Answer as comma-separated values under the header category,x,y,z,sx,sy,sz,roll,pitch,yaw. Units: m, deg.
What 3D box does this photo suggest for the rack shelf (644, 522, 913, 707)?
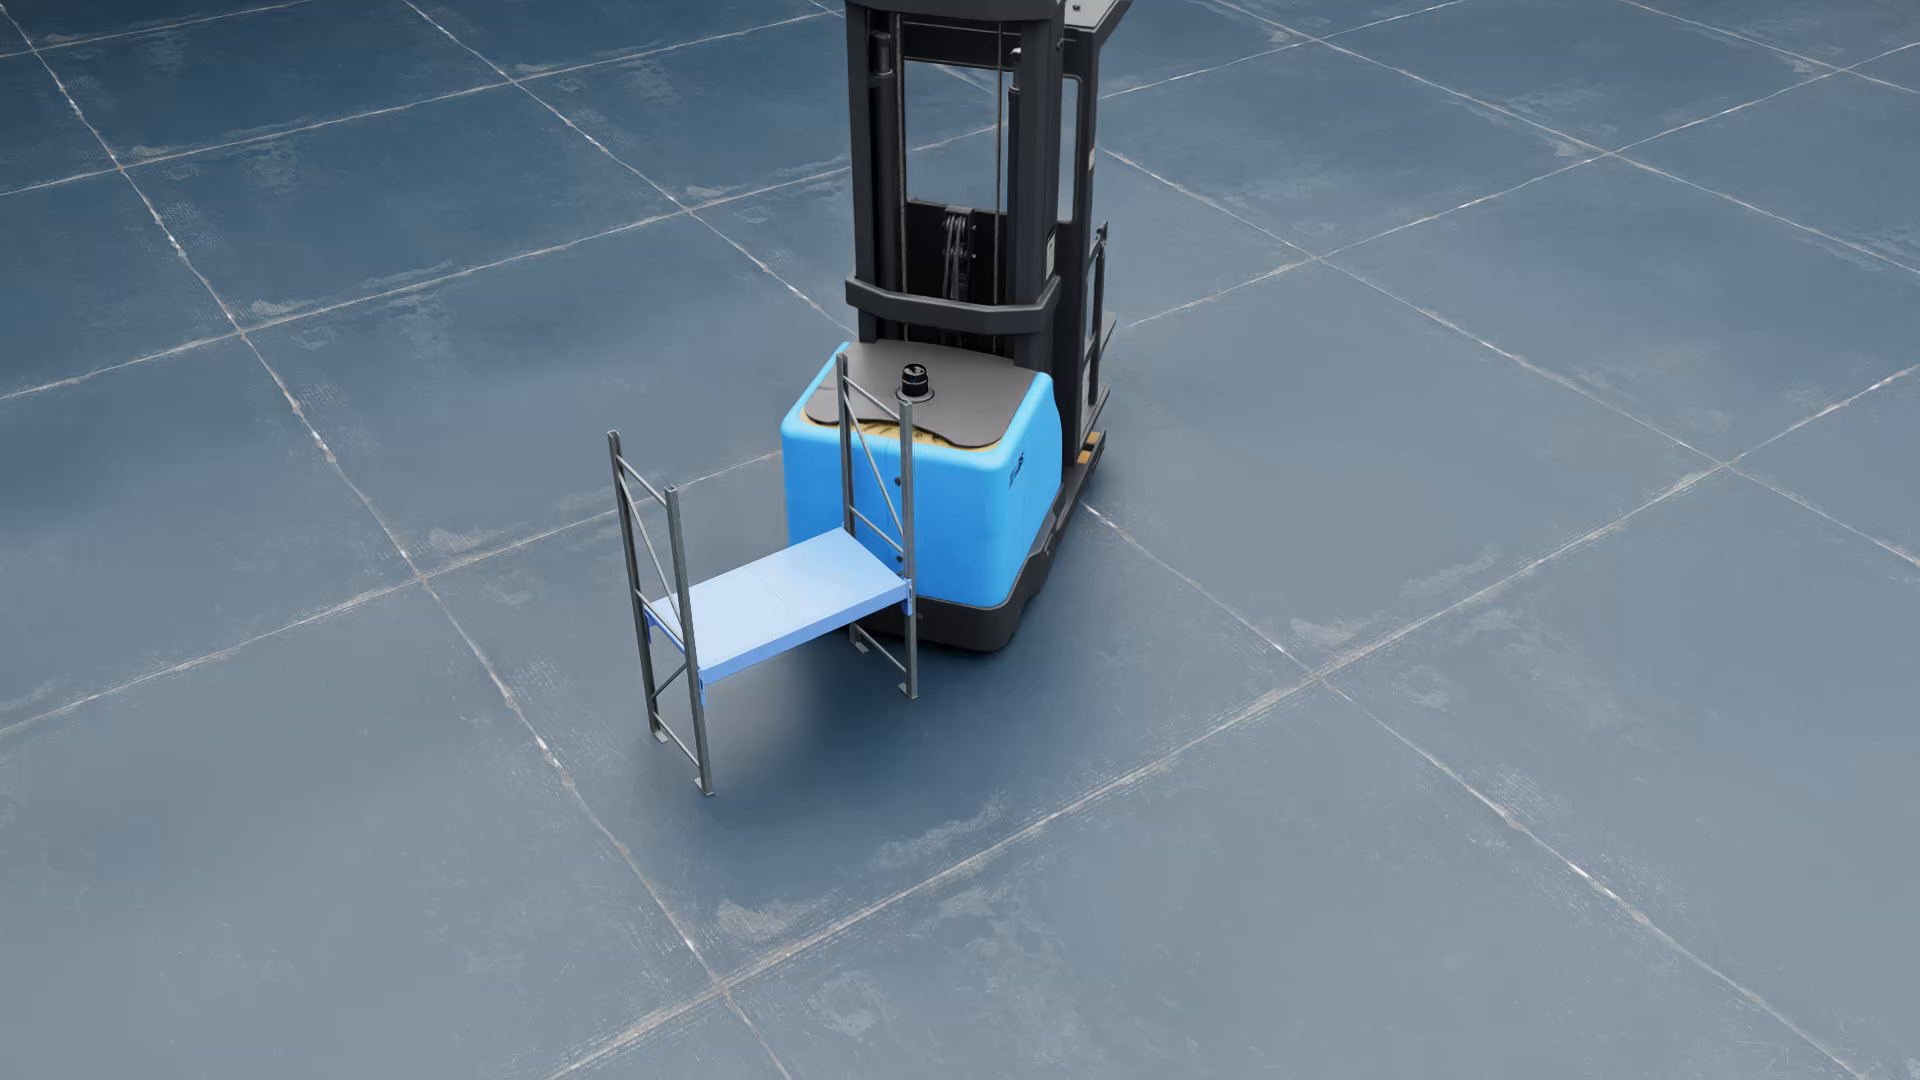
category,x,y,z,sx,sy,sz,roll,pitch,yaw
rack shelf,-0.756,0.288,6.873,1.000,0.185,0.538,-23,42,-28

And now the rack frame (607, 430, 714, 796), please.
category,x,y,z,sx,sy,sz,roll,pitch,yaw
rack frame,-1.168,0.316,6.526,0.032,1.500,0.500,-23,42,-28

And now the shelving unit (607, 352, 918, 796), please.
category,x,y,z,sx,sy,sz,roll,pitch,yaw
shelving unit,-0.756,0.142,6.768,1.048,1.500,0.538,-23,42,-28

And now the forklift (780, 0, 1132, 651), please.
category,x,y,z,sx,sy,sz,roll,pitch,yaw
forklift,0.139,-1.552,7.898,1.130,2.935,3.031,10,37,14

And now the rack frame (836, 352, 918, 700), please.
category,x,y,z,sx,sy,sz,roll,pitch,yaw
rack frame,-0.345,-0.032,7.010,0.032,1.500,0.500,-23,42,-28
